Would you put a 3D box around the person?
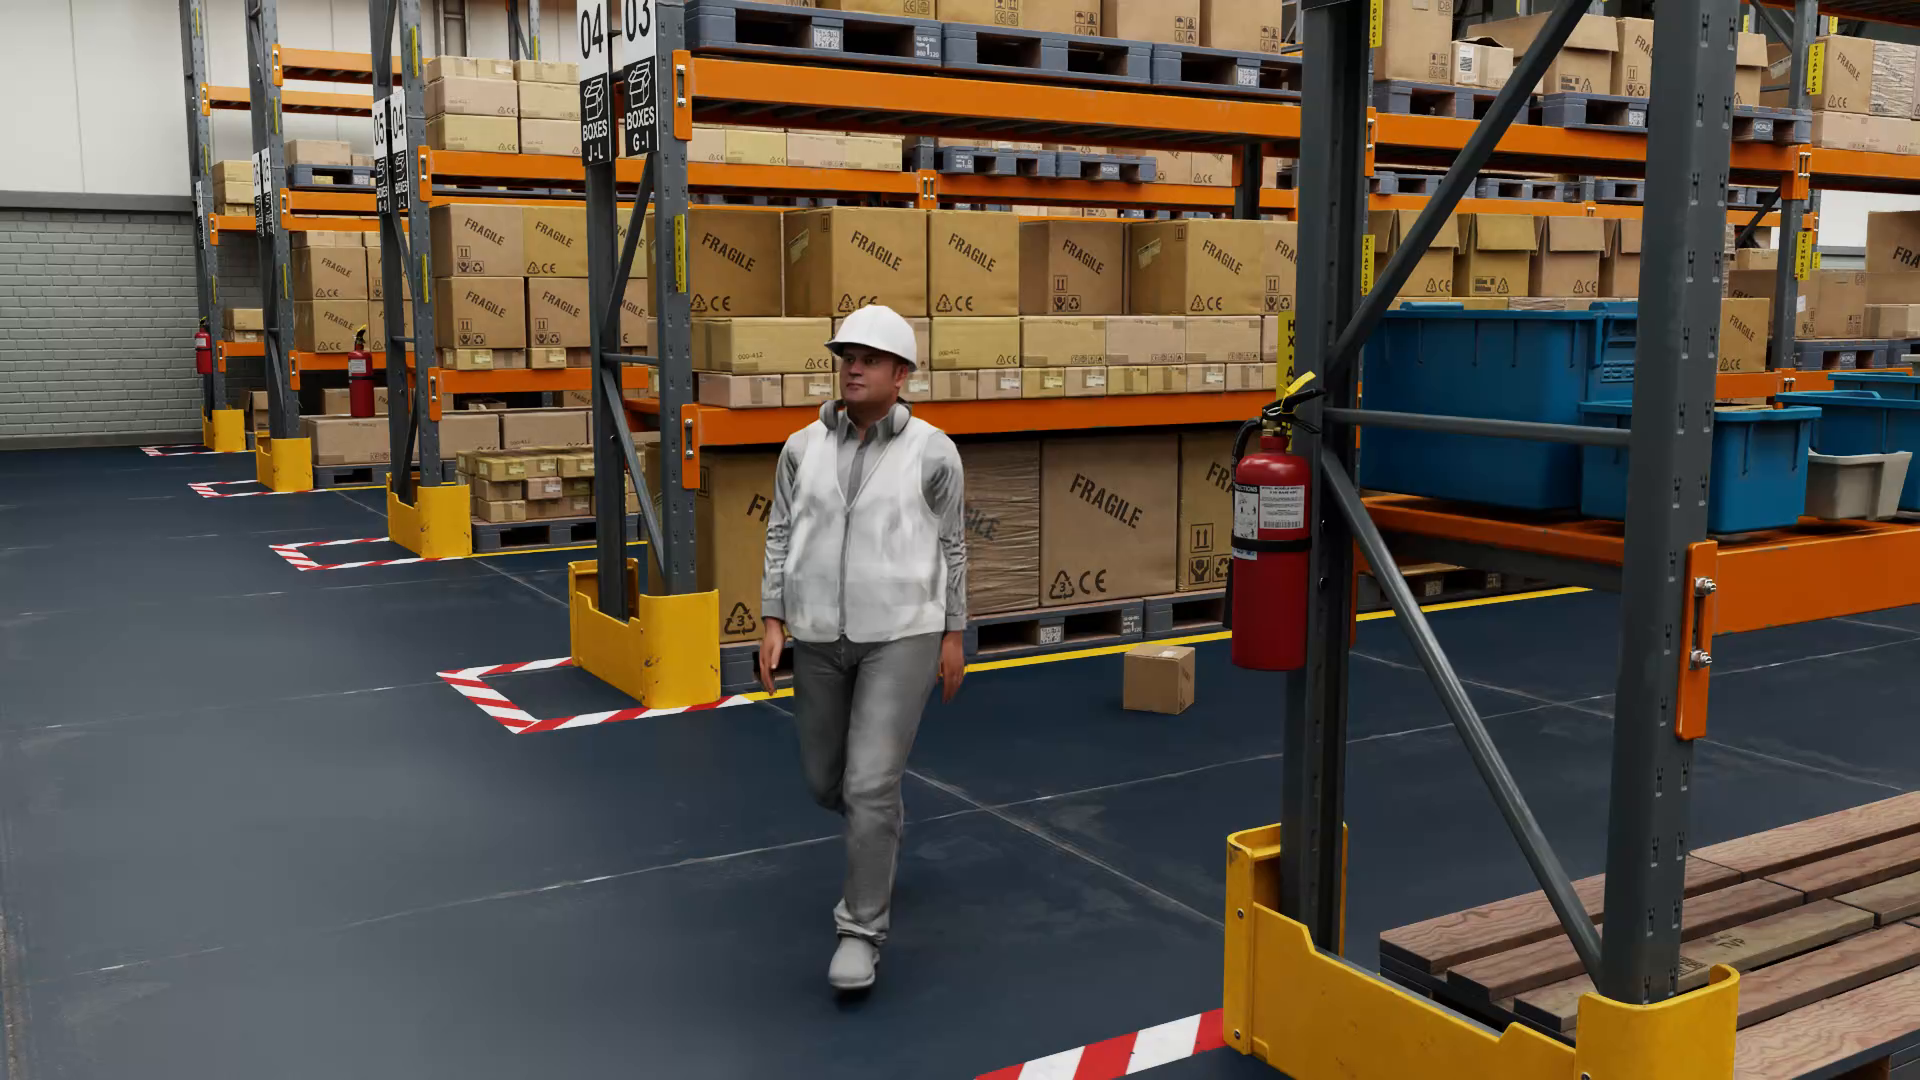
[{"bbox_3d":[-0.266,0.240,4.515,0.549,1.741,0.907,2,8,16],"label":"person"}]
